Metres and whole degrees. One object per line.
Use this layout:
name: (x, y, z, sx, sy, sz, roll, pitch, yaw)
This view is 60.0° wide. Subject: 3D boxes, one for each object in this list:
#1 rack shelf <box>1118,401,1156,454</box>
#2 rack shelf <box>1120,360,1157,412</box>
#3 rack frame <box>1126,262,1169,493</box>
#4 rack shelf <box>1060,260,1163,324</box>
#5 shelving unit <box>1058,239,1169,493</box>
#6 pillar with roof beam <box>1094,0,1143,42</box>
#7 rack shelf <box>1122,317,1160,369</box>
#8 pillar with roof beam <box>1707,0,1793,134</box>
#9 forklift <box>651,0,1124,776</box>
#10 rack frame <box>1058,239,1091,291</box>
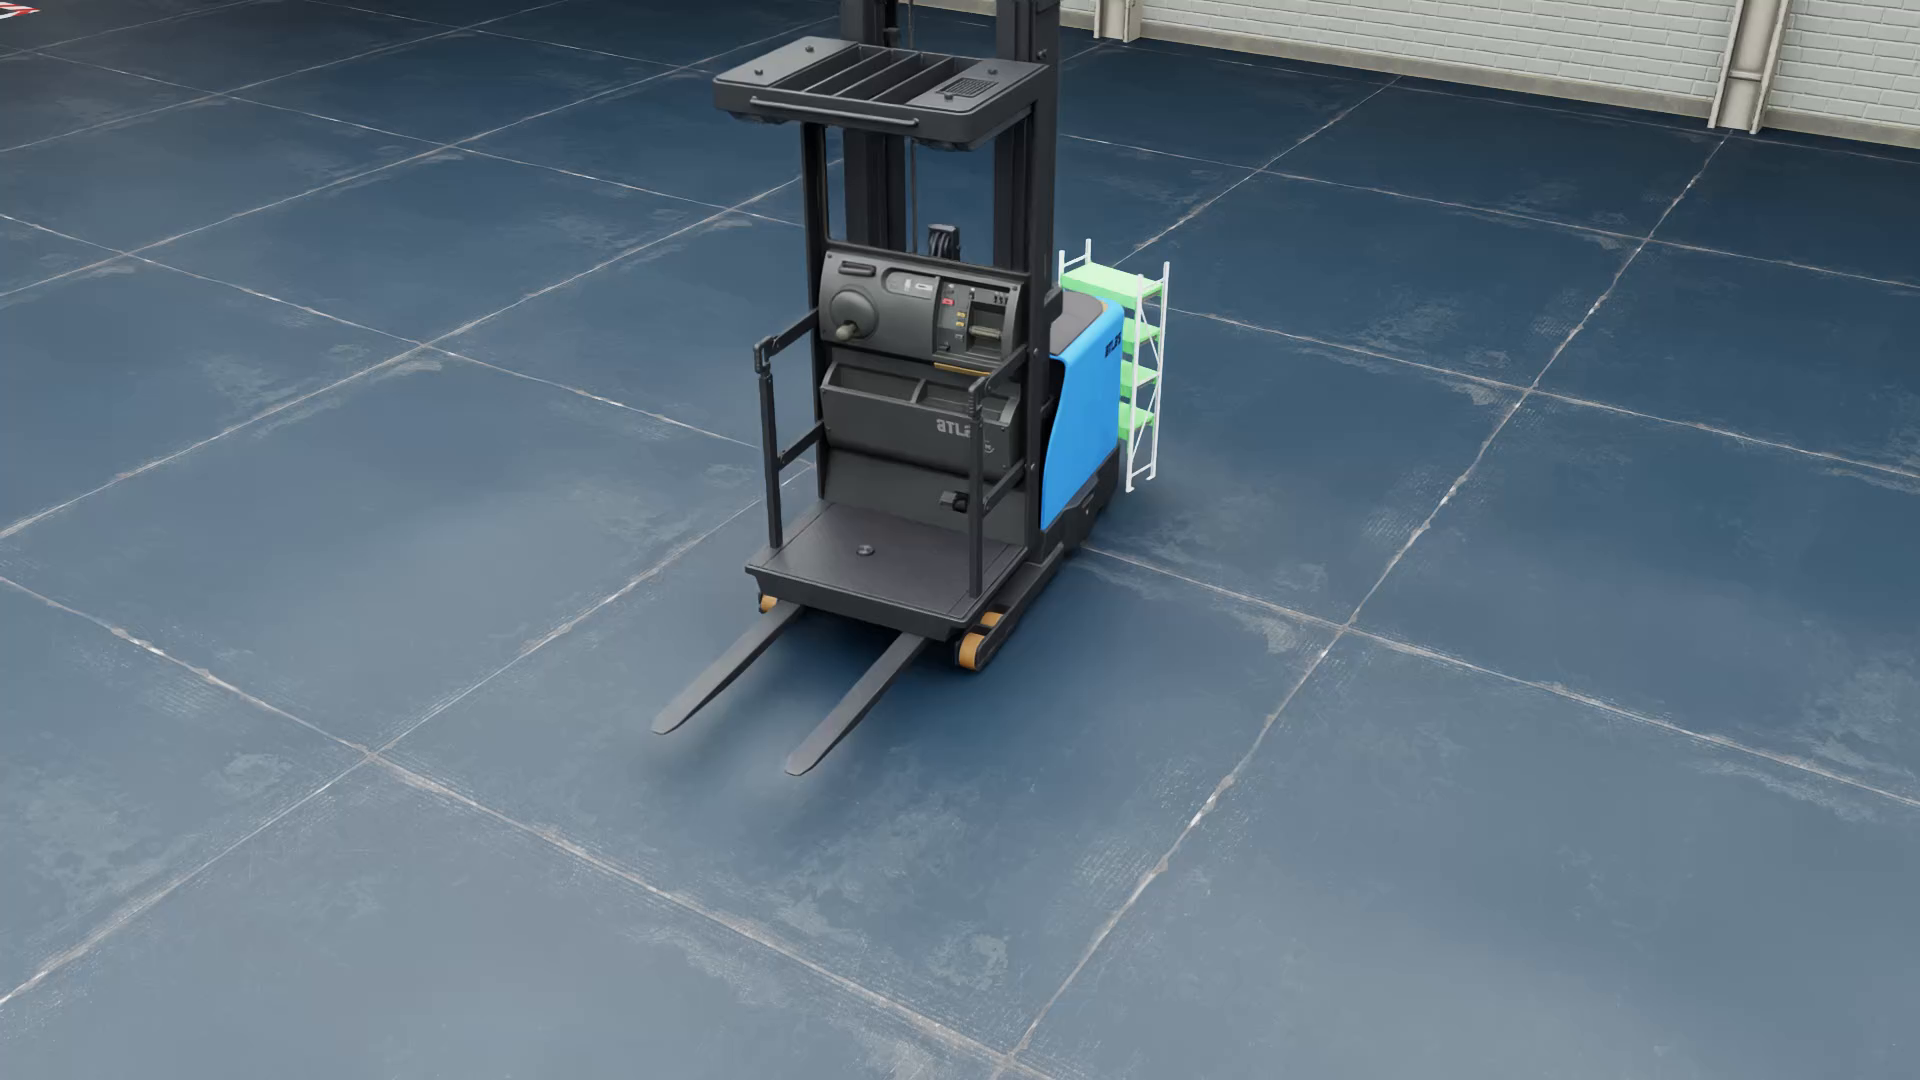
rack shelf: (0.768, -0.631, 8.745, 0.480, 0.148, 0.258, 24, 38, 35)
rack shelf: (0.768, -0.839, 8.624, 0.480, 0.148, 0.258, 24, 38, 35)
rack frame: (0.950, -0.812, 8.452, 0.015, 1.200, 0.240, 24, 38, 35)
rack shelf: (0.768, -1.253, 8.382, 0.480, 0.148, 0.258, 24, 38, 35)
shelving unit: (0.768, -0.894, 8.591, 0.503, 1.200, 0.258, 24, 38, 35)
pillar with roof beam: (-0.667, -7.235, 11.722, 0.400, 9.000, 9.100, 18, 35, 27)
rack shelf: (0.768, -1.046, 8.503, 0.480, 0.148, 0.258, 24, 38, 35)
pillar with roof beam: (4.415, -5.628, 8.967, 0.400, 9.000, 9.100, 18, 35, 27)
forklift: (-0.268, -0.945, 6.961, 1.130, 2.935, 3.031, 13, 33, 22)
rack frame: (0.585, -0.975, 8.731, 0.015, 1.200, 0.240, 24, 38, 35)
